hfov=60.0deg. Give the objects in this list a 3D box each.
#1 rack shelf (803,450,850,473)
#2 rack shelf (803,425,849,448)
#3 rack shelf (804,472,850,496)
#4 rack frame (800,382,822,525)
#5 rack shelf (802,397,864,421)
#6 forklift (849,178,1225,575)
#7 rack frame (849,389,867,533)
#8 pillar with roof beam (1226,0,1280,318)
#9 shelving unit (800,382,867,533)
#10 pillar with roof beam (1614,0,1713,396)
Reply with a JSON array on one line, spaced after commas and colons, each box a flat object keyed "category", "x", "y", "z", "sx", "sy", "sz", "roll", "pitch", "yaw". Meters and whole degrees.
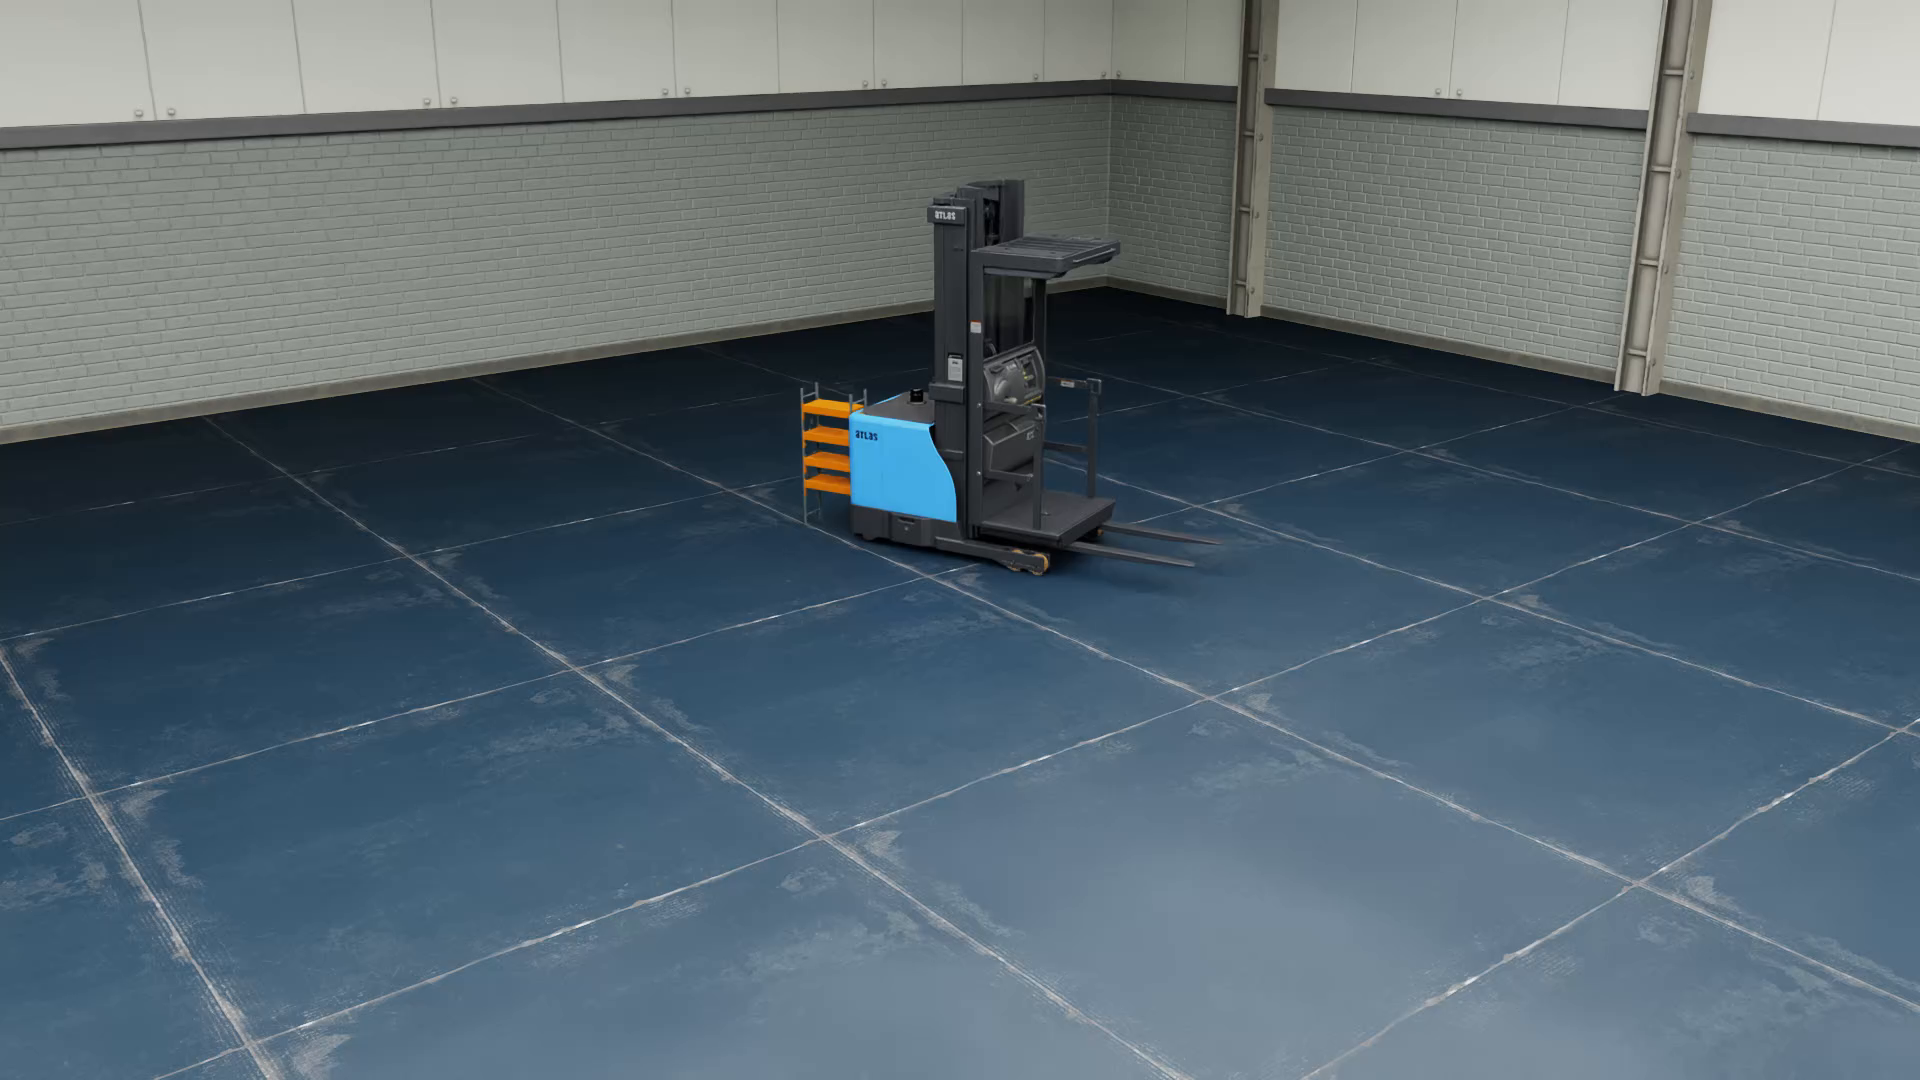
[{"category": "rack shelf", "x": -1.055, "y": -0.633, "z": 14.078, "sx": 0.480, "sy": 0.148, "sz": 0.258, "roll": 10, "pitch": 21, "yaw": 28}, {"category": "rack shelf", "x": -1.055, "y": -0.845, "z": 14.008, "sx": 0.480, "sy": 0.148, "sz": 0.258, "roll": 10, "pitch": 21, "yaw": 28}, {"category": "rack shelf", "x": -1.055, "y": -0.444, "z": 14.140, "sx": 0.480, "sy": 0.148, "sz": 0.258, "roll": 10, "pitch": 21, "yaw": 28}, {"category": "rack frame", "x": -1.268, "y": -0.734, "z": 14.171, "sx": 0.015, "sy": 1.200, "sz": 0.240, "roll": 10, "pitch": 21, "yaw": 28}, {"category": "rack shelf", "x": -1.055, "y": -1.069, "z": 13.933, "sx": 0.480, "sy": 0.148, "sz": 0.258, "roll": 10, "pitch": 21, "yaw": 28}, {"category": "forklift", "x": 0.612, "y": -1.308, "z": 13.150, "sx": 3.031, "sy": 2.935, "sz": 1.130, "roll": 10, "pitch": 21, "yaw": 28}, {"category": "rack frame", "x": -0.843, "y": -0.659, "z": 13.942, "sx": 0.015, "sy": 1.200, "sz": 0.240, "roll": 10, "pitch": 21, "yaw": 28}, {"category": "pillar with roof beam", "x": 0.630, "y": -6.610, "z": 19.510, "sx": 9.100, "sy": 9.000, "sz": 0.400, "roll": -14, "pitch": 23, "yaw": -36}, {"category": "shelving unit", "x": -1.055, "y": -0.696, "z": 14.057, "sx": 0.503, "sy": 1.200, "sz": 0.258, "roll": 10, "pitch": 21, "yaw": 28}, {"category": "pillar with roof beam", "x": 4.356, "y": -5.132, "z": 15.045, "sx": 9.100, "sy": 9.000, "sz": 0.400, "roll": -14, "pitch": 23, "yaw": -36}]
